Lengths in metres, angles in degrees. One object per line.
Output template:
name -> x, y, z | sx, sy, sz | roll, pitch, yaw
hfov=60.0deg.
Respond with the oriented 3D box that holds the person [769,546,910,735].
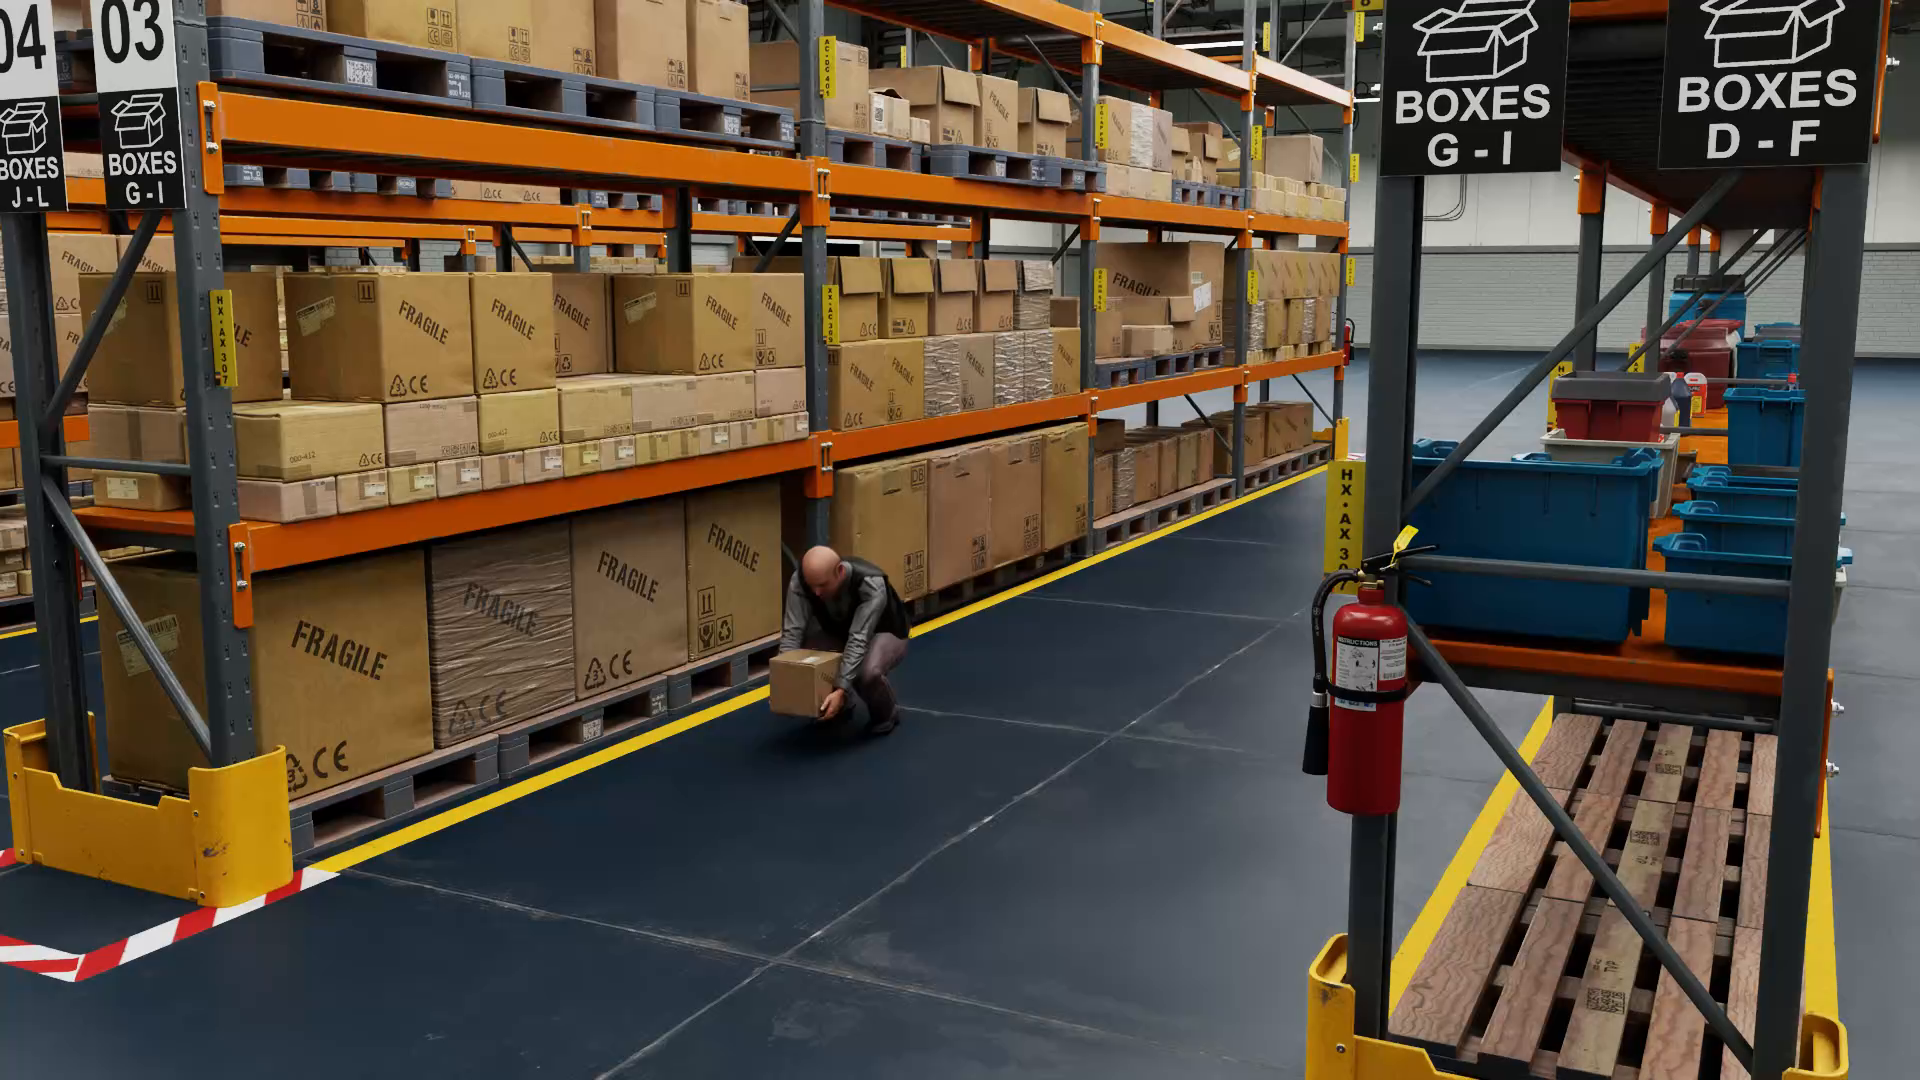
person -> -0.561, 0.464, 7.957 | 0.519, 0.972, 0.857 | 4, 10, 25
